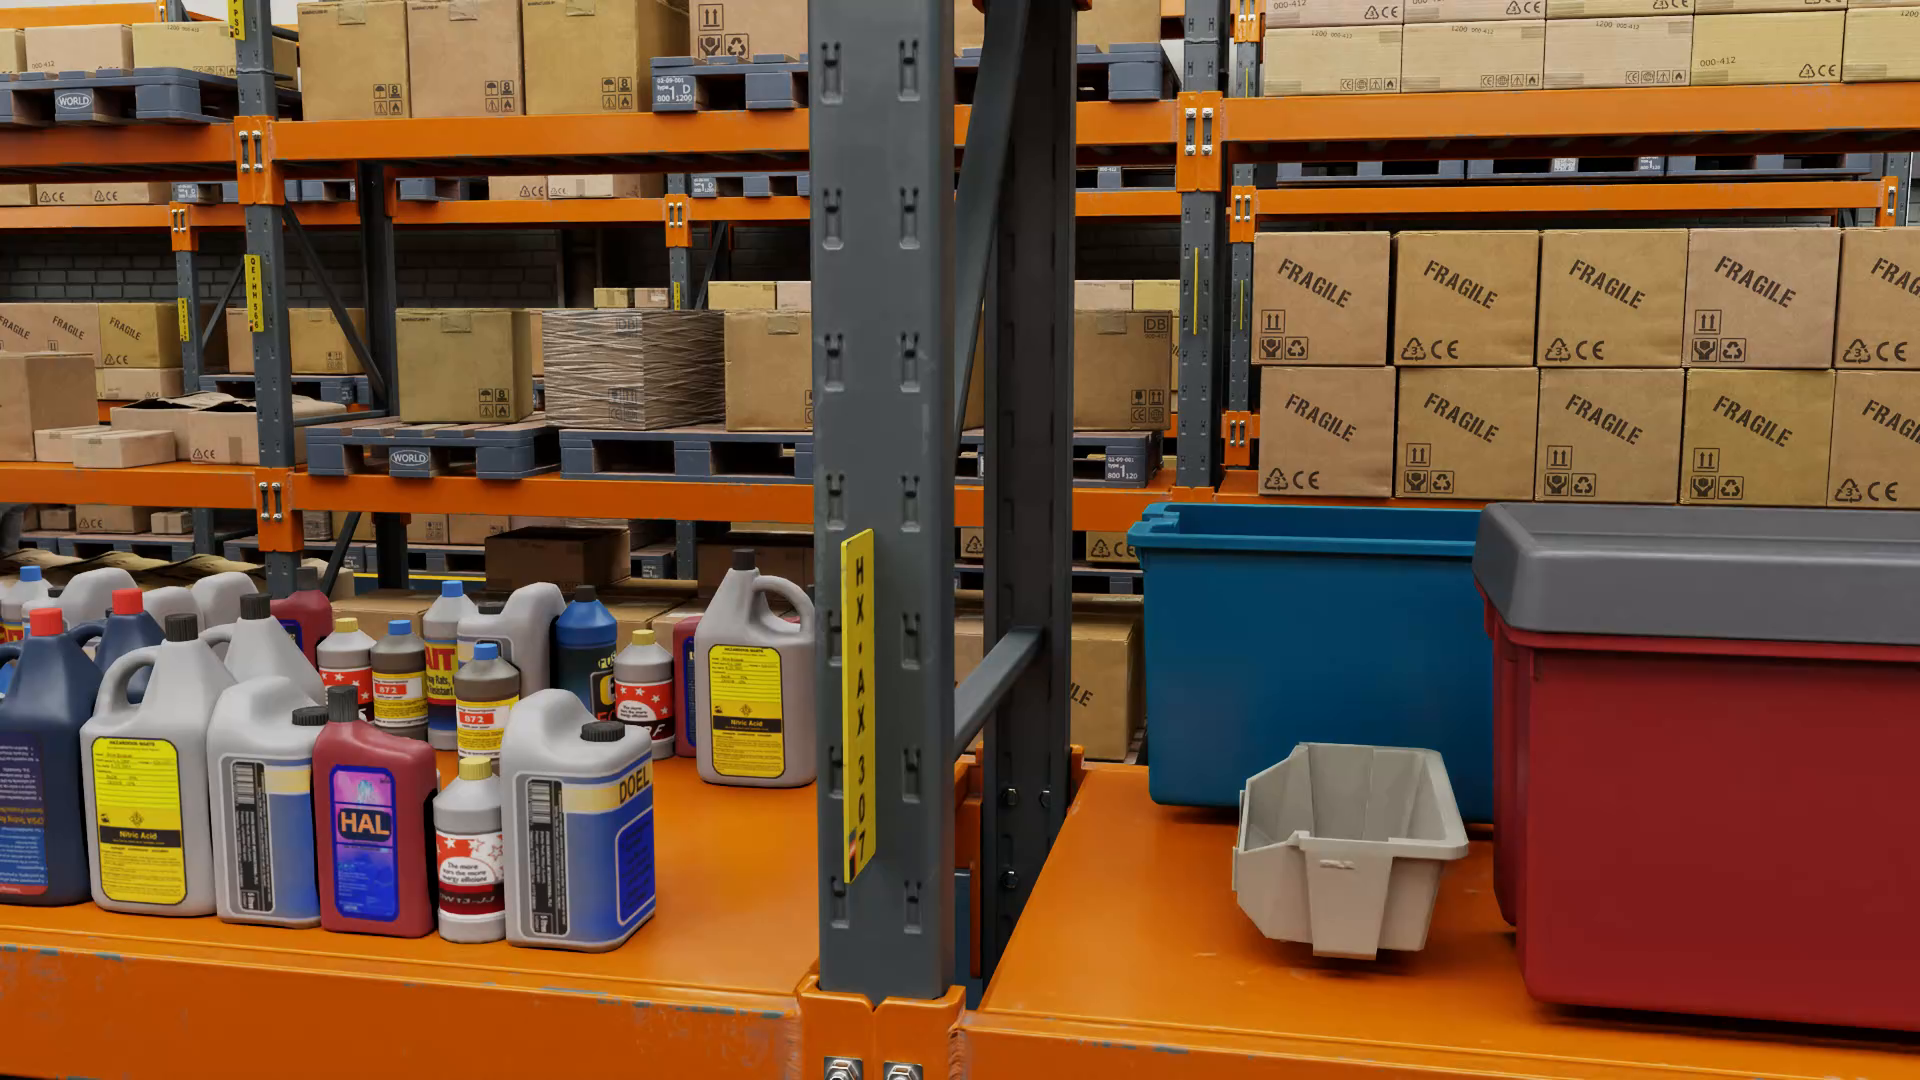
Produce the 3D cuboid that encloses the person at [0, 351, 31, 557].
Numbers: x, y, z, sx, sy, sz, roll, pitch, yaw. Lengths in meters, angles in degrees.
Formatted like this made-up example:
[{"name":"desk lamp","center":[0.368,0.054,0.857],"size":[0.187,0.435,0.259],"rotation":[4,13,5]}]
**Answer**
[{"name":"person","center":[-5.799,-0.275,10.037],"size":[0.548,1.758,0.586],"rotation":[2,8,13]}]
